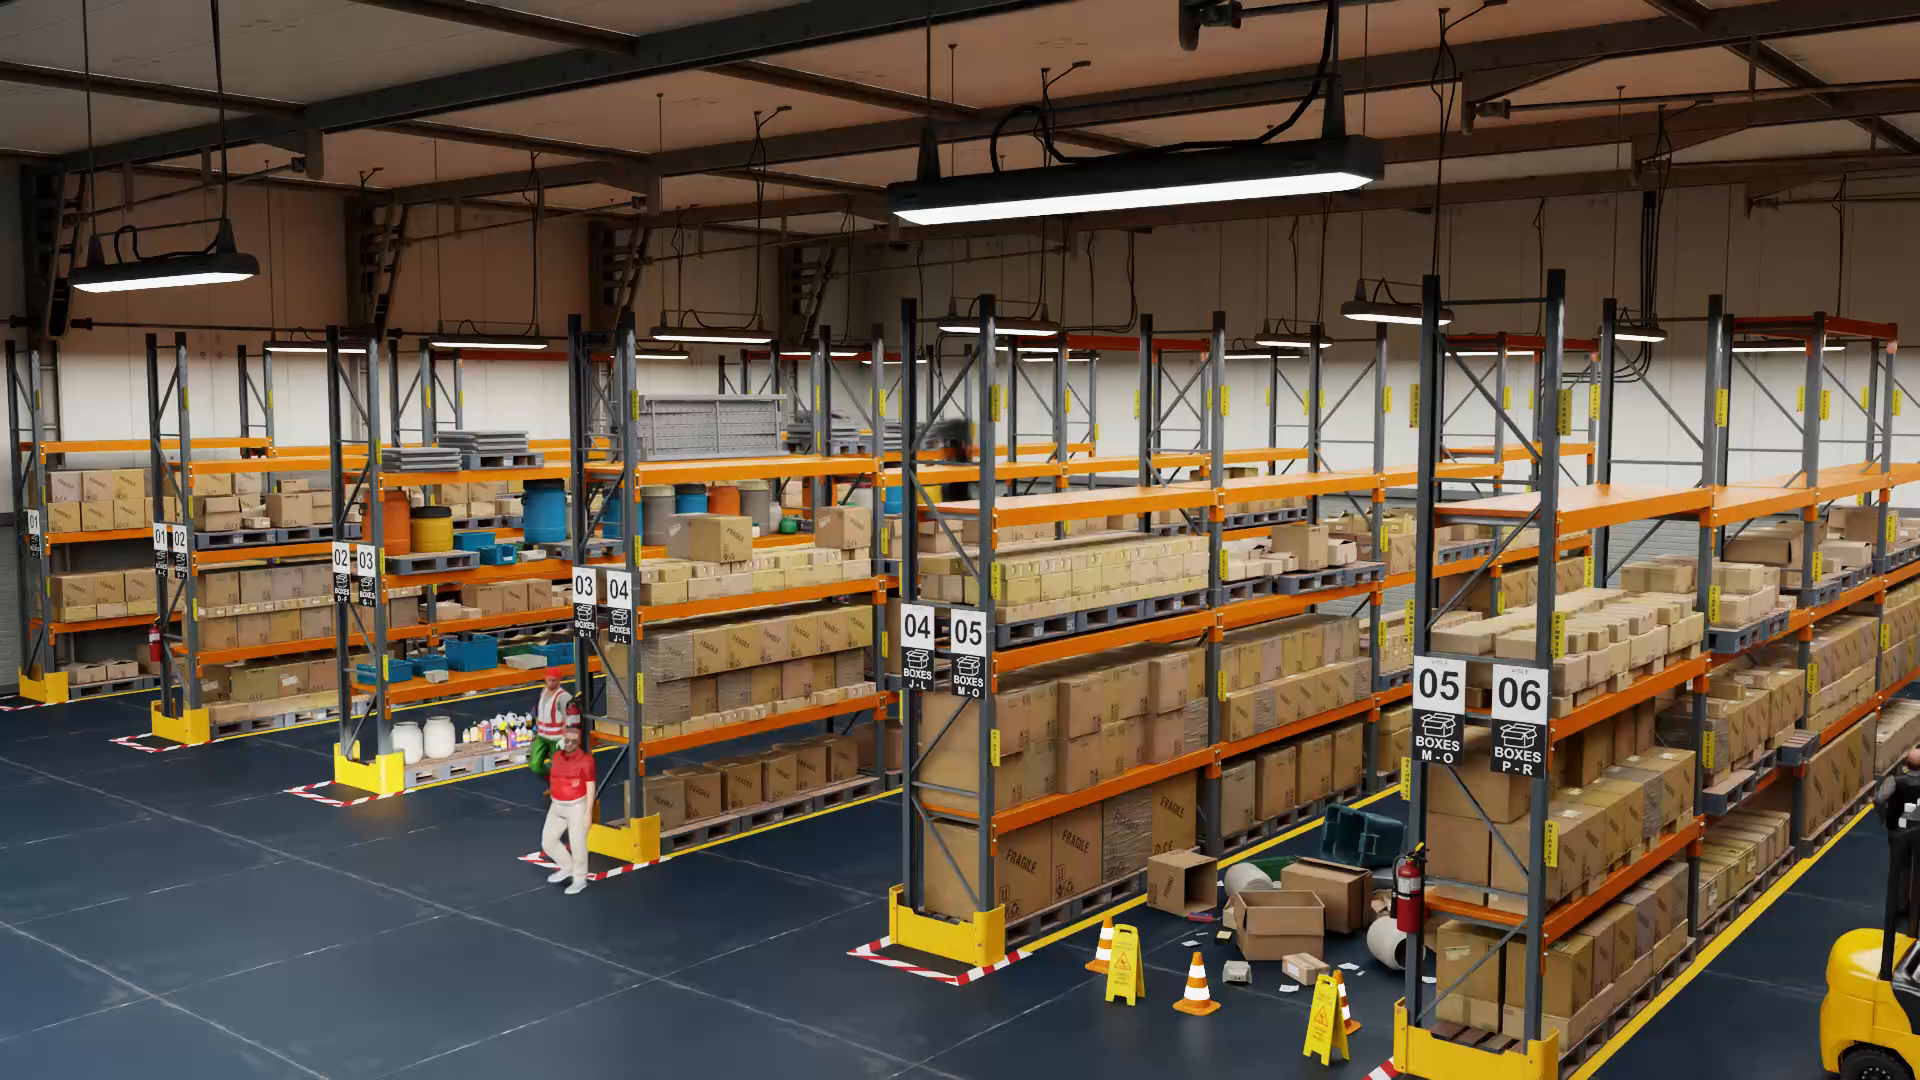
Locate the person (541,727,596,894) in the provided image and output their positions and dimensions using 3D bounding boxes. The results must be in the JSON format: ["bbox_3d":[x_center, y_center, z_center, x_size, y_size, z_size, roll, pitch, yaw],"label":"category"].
[{"bbox_3d":[-4.003,2.761,17.093,0.632,1.717,0.470,2,5,20],"label":"person"}]

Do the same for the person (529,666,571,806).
[{"bbox_3d":[-5.014,2.420,20.512,0.630,1.767,0.468,3,6,32],"label":"person"}]

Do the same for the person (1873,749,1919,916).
[{"bbox_3d":[9.235,2.864,16.131,0.648,1.696,0.905,4,6,36],"label":"person"}]
